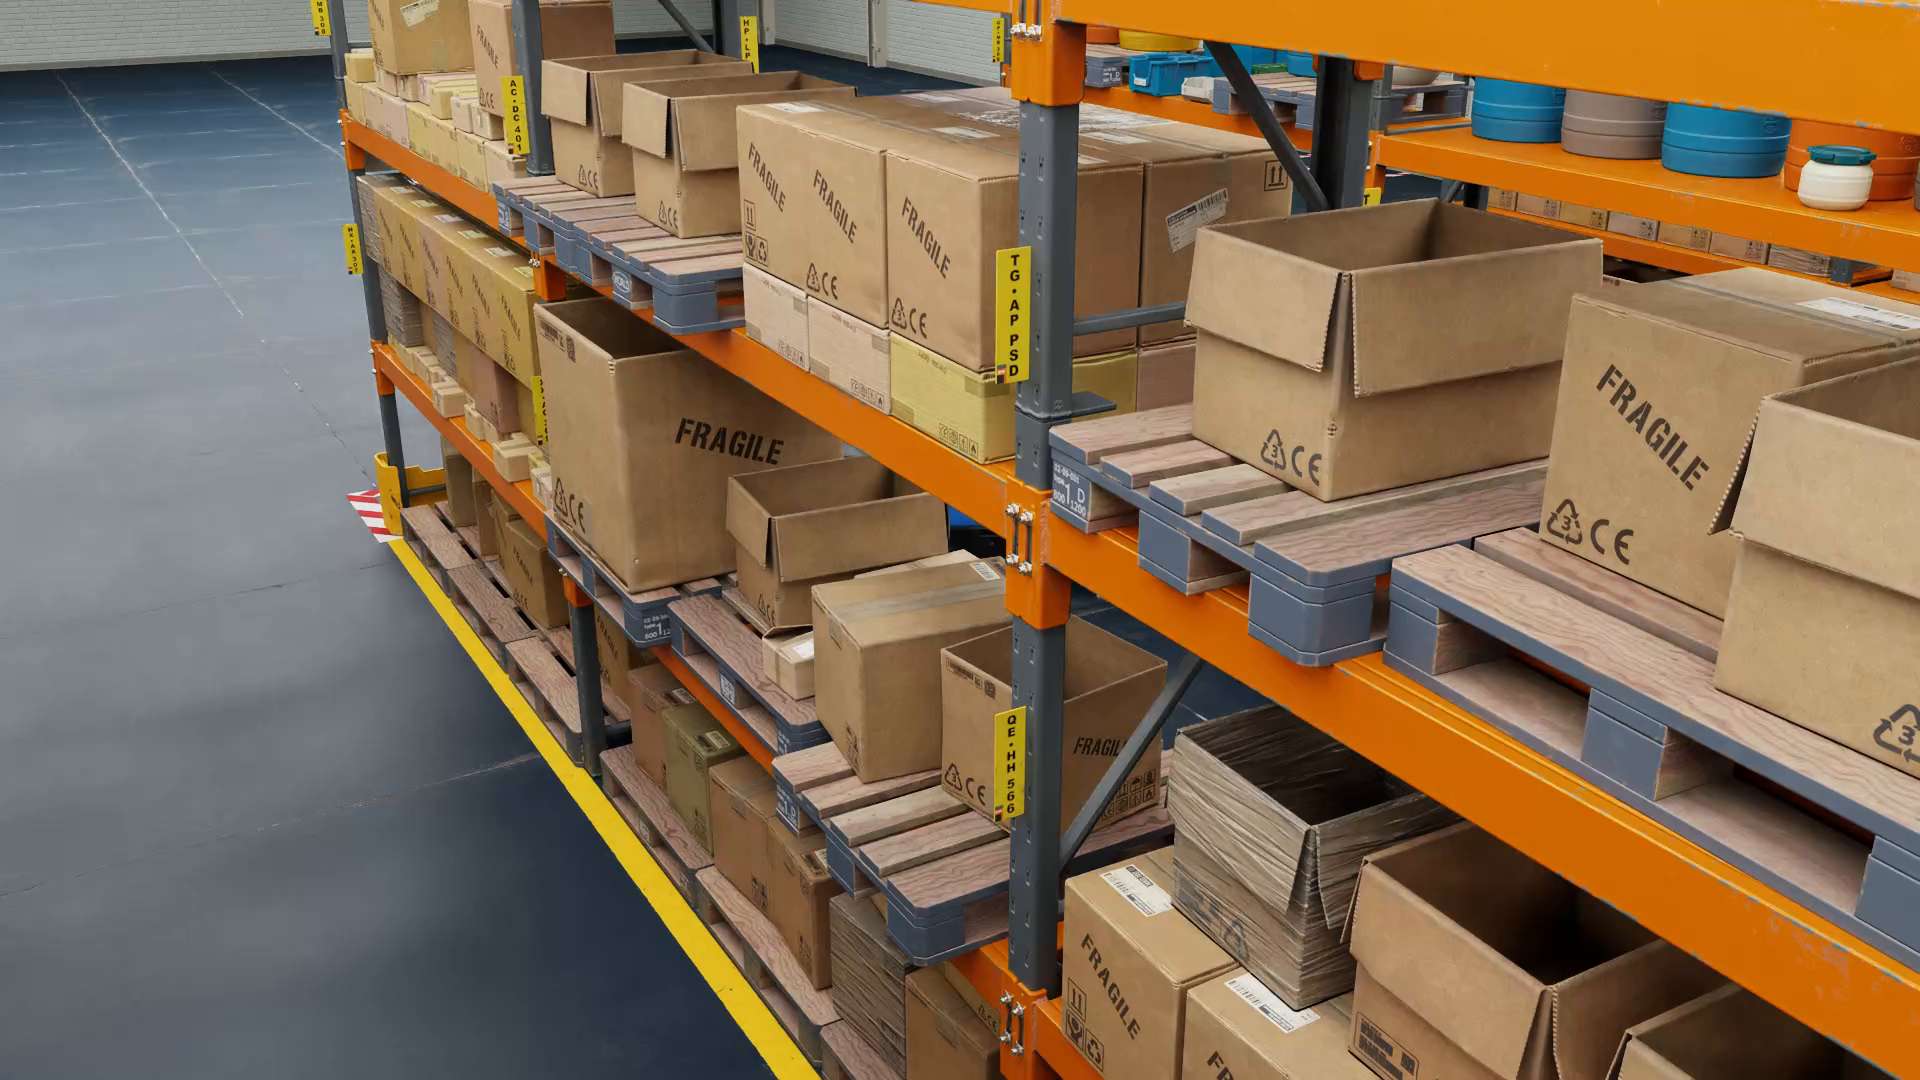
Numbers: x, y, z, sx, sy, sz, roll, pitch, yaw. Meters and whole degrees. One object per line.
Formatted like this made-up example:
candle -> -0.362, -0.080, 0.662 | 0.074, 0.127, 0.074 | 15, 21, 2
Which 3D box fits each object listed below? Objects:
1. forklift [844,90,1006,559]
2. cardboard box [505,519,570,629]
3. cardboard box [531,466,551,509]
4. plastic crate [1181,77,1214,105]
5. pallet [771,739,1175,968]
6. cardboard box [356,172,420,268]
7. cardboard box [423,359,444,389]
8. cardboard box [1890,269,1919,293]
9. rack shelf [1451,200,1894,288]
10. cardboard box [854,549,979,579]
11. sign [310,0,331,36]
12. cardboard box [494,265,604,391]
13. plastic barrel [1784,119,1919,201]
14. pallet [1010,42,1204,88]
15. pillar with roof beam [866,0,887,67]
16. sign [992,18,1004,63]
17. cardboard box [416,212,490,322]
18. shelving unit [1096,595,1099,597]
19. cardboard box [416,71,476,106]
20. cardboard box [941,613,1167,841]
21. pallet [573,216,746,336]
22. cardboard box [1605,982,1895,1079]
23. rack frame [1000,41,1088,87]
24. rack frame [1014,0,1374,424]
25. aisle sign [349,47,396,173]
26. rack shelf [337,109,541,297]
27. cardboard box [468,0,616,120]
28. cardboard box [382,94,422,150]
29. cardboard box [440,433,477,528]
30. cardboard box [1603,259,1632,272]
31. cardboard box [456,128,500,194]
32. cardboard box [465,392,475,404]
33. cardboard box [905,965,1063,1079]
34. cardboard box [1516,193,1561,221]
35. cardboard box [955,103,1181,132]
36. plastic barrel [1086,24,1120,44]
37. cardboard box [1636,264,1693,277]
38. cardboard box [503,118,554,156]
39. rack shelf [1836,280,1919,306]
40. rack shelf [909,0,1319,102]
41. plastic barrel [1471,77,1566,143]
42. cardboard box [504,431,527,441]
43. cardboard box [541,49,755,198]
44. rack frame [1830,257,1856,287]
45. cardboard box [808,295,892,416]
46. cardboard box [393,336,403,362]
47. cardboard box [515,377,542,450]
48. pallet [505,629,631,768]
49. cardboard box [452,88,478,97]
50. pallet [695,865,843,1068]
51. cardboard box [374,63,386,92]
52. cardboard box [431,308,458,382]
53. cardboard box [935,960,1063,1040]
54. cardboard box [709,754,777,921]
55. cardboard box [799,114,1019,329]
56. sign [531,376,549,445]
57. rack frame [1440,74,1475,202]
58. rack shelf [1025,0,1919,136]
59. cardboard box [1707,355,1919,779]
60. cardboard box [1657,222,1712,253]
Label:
forklift -> -0.690, -1.349, 10.738 | 3.031, 2.935, 1.130 | -1, 22, -2
cardboard box -> -2.300, 0.152, 9.716 | 0.500, 0.500, 0.500 | -15, 27, -33
cardboard box -> -1.928, -0.284, 8.360 | 0.380, 0.149, 0.250 | -13, 25, -28
plastic crate -> 1.644, -2.967, 10.993 | 0.243, 0.136, 0.396 | -13, 25, -28
pallet -> 0.142, 0.869, 5.445 | 1.213, 0.211, 1.003 | -13, 25, -28
cardboard box -> -3.443, -2.016, 10.433 | 0.500, 0.500, 0.500 | -13, 25, -28
cardboard box -> -3.056, -1.017, 10.164 | 0.380, 0.149, 0.250 | -13, 25, -28
cardboard box -> 7.361, -1.988, 12.419 | 0.500, 0.250, 0.500 | -11, 25, -25
rack shelf -> 6.050, -2.523, 14.490 | 1.077, 0.370, 4.000 | -13, 25, -28
cardboard box -> -0.061, 0.278, 6.284 | 0.500, 0.250, 0.500 | -13, 26, -30
sign -> -3.956, -3.290, 10.277 | 0.100, 0.325, 0.005 | -13, 25, -28
cardboard box -> -1.913, -1.045, 8.042 | 0.500, 0.500, 0.500 | -13, 25, -28
plastic barrel -> 4.288, -2.070, 7.867 | 0.600, 0.830, 0.708 | -13, 25, -28
pallet -> 1.107, -3.568, 12.372 | 1.003, 0.211, 1.213 | -13, 25, -28
pillar with roof beam -> -5.574, -14.118, 34.094 | 9.100, 9.000, 0.400 | -13, 25, -28
sign -> 0.293, -3.841, 12.783 | 0.100, 0.325, 0.005 | -13, 25, -28
cardboard box -> -2.676, -1.531, 9.238 | 0.500, 0.500, 0.500 | -13, 25, -28
shelving unit -> 0.982, -0.294, 10.441 | 0.258, 1.200, 0.503 | 1, 22, 1
cardboard box -> -2.745, -2.471, 9.094 | 0.380, 0.149, 0.250 | -13, 25, -29
cardboard box -> 0.287, 0.582, 5.205 | 0.500, 0.500, 0.500 | -16, 27, -35
pallet -> -0.690, -1.052, 6.181 | 1.213, 0.211, 1.003 | -13, 25, -28
cardboard box -> 1.635, 1.146, 3.043 | 0.797, 0.503, 0.637 | -12, 25, -27
rack frame -> 0.769, -2.552, 13.607 | 1.000, 3.000, 0.127 | -13, 25, -28
rack frame -> 0.597, -1.789, 3.762 | 1.000, 3.000, 0.127 | -13, 25, -28
aisle sign -> -3.779, -2.766, 10.681 | 0.394, 0.787, 0.004 | -13, 25, -28
rack shelf -> -2.468, -2.008, 9.241 | 1.077, 0.370, 4.000 | -13, 25, -28
cardboard box -> -1.895, -2.207, 7.581 | 0.500, 0.500, 0.500 | -13, 26, -30
cardboard box -> -2.947, -2.387, 9.416 | 0.500, 0.250, 0.500 | -13, 25, -28
cardboard box -> -3.185, -0.431, 11.149 | 0.500, 0.500, 0.500 | -8, 23, -18
cardboard box -> 5.635, -2.235, 14.923 | 0.500, 0.500, 0.500 | -13, 25, -28
cardboard box -> -2.161, -1.893, 8.201 | 0.500, 0.250, 0.500 | -12, 25, -27
cardboard box -> -2.624, -0.785, 9.594 | 0.380, 0.149, 0.250 | -13, 25, -28
cardboard box -> 0.238, 1.731, 5.804 | 0.700, 0.500, 0.500 | -14, 26, -31
cardboard box -> 5.529, -3.227, 15.135 | 0.700, 0.500, 0.500 | -12, 25, -27
cardboard box -> 0.322, -1.044, 5.116 | 0.500, 0.500, 0.500 | -12, 25, -28
plastic barrel -> 1.126, -4.202, 12.555 | 0.600, 0.830, 0.708 | -13, 25, -28
cardboard box -> 6.336, -2.172, 14.771 | 0.500, 0.500, 0.500 | -13, 25, -28
cardboard box -> -1.861, -1.859, 7.588 | 0.380, 0.149, 0.250 | -12, 25, -27
rack shelf -> 8.094, -1.228, 11.305 | 1.077, 0.370, 4.000 | -13, 25, -28
rack shelf -> -0.424, -1.918, 5.566 | 1.077, 0.370, 4.000 | -13, 25, -28
plastic barrel -> 3.258, -2.756, 9.460 | 0.600, 0.901, 0.708 | -13, 25, -28
cardboard box -> -2.242, -0.542, 8.996 | 0.380, 0.149, 0.250 | -13, 25, -28
cardboard box -> -1.291, -1.765, 6.993 | 0.797, 0.503, 0.637 | -14, 26, -31
rack frame -> 7.072, -2.209, 12.762 | 1.000, 3.000, 0.127 | -13, 25, -28
cardboard box -> -0.122, -0.595, 5.006 | 0.500, 0.250, 0.500 | -13, 25, -28
cardboard box -> -3.438, -1.260, 10.762 | 0.380, 0.149, 0.250 | -13, 25, -28
cardboard box -> -1.848, -0.815, 8.805 | 0.875, 0.500, 0.500 | -13, 25, -28
pallet -> -1.820, 0.777, 9.120 | 1.003, 0.211, 1.213 | -13, 25, -28
cardboard box -> -2.353, -2.210, 8.451 | 0.380, 0.149, 0.250 | -12, 25, -26
pallet -> -0.420, 1.634, 7.010 | 1.003, 0.211, 1.213 | -13, 25, -28
cardboard box -> -3.185, -2.708, 9.677 | 0.380, 0.149, 0.250 | -12, 25, -26
cardboard box -> -2.655, -1.291, 9.977 | 0.875, 0.500, 0.500 | -13, 25, -28
cardboard box -> 0.229, 1.386, 5.658 | 0.500, 0.250, 0.500 | -11, 25, -26
cardboard box -> -0.637, 1.192, 7.132 | 0.700, 0.500, 0.500 | -15, 27, -33
cardboard box -> -0.133, -0.947, 4.879 | 0.500, 0.500, 0.500 | -13, 25, -28
sign -> -1.909, -0.599, 7.651 | 0.100, 0.325, 0.005 | -13, 25, -28
rack frame -> 5.029, -3.504, 15.948 | 1.000, 3.000, 0.127 | -13, 25, -28
rack shelf -> 1.619, -0.623, 2.380 | 1.077, 0.370, 4.000 | -13, 25, -28
cardboard box -> 1.659, 0.015, 2.611 | 0.797, 0.503, 0.637 | -13, 25, -29
cardboard box -> 6.312, -2.730, 13.912 | 0.700, 0.500, 0.500 | -12, 25, -27
